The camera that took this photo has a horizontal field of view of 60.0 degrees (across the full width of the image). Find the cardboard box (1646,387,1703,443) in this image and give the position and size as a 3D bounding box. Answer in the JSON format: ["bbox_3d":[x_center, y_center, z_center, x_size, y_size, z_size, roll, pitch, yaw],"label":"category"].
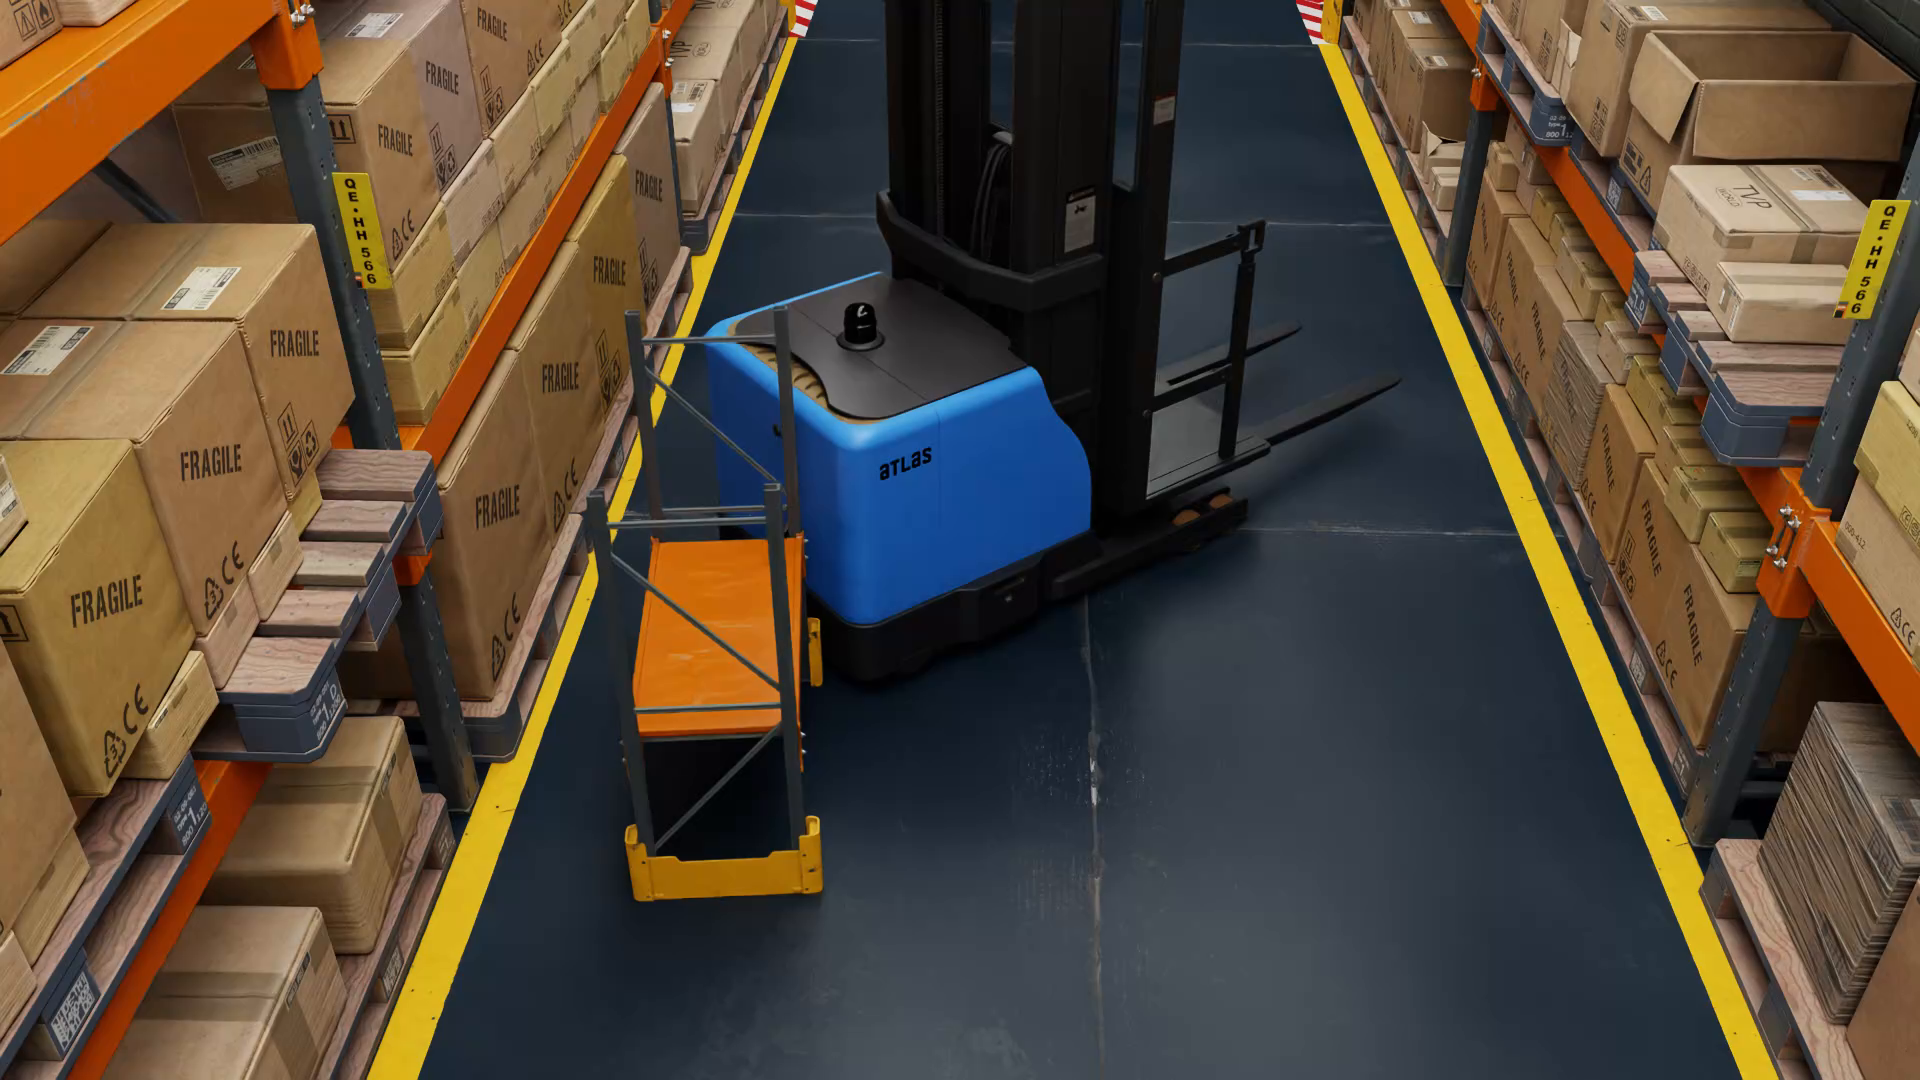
[{"bbox_3d":[2.710,-0.421,5.985,0.380,0.149,0.250,2,35,3],"label":"cardboard box"}]

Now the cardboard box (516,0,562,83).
[{"bbox_3d":[-1.773,-1.971,5.989,0.500,0.500,0.500,2,35,3],"label":"cardboard box"}]

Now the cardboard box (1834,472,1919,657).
[{"bbox_3d":[2.590,0.052,4.197,0.500,0.250,0.500,1,35,2],"label":"cardboard box"}]

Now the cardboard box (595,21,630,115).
[{"bbox_3d":[-1.735,-2.052,7.191,0.500,0.250,0.500,1,35,1],"label":"cardboard box"}]

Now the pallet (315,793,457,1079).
[{"bbox_3d":[-2.141,1.219,4.832,1.003,0.211,1.213,1,35,2],"label":"pallet"}]

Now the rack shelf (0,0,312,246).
[{"bbox_3d":[-2.188,-0.155,2.378,1.077,0.370,4.000,1,35,2],"label":"rack shelf"}]

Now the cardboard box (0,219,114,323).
[{"bbox_3d":[-2.357,-0.452,4.074,0.500,0.500,0.500,0,35,1],"label":"cardboard box"}]

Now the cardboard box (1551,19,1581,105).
[{"bbox_3d":[2.574,-1.884,6.574,0.396,0.266,0.258,3,35,4],"label":"cardboard box"}]

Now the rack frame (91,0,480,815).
[{"bbox_3d":[-2.108,-0.371,4.669,1.000,3.000,0.127,1,35,2],"label":"rack frame"}]

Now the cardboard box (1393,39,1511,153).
[{"bbox_3d":[2.939,-2.568,9.604,0.700,0.500,0.500,0,35,0],"label":"cardboard box"}]

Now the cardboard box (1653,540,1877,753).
[{"bbox_3d":[2.654,0.345,5.460,0.500,0.500,0.500,2,35,3],"label":"cardboard box"}]

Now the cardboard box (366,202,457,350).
[{"bbox_3d":[-1.840,-0.800,4.975,0.500,0.250,0.500,1,35,2],"label":"cardboard box"}]

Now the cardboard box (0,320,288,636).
[{"bbox_3d":[-1.858,-0.140,3.630,0.500,0.500,0.500,1,35,1],"label":"cardboard box"}]

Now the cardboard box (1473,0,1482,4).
[{"bbox_3d":[2.762,-2.793,8.334,0.380,0.149,0.250,2,35,3],"label":"cardboard box"}]

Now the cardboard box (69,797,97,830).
[{"bbox_3d":[-1.941,0.500,3.284,0.380,0.149,0.250,2,35,2],"label":"cardboard box"}]

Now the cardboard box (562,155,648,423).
[{"bbox_3d":[-1.920,-1.094,7.181,0.875,0.875,0.875,2,35,3],"label":"cardboard box"}]

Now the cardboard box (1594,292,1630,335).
[{"bbox_3d":[2.761,-0.864,6.615,0.380,0.149,0.250,1,35,2],"label":"cardboard box"}]

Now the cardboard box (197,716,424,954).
[{"bbox_3d":[-2.140,0.857,4.842,0.950,0.372,0.625,-1,35,-1],"label":"cardboard box"}]

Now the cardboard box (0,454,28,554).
[{"bbox_3d":[-1.891,-0.024,2.901,0.380,0.149,0.250,0,35,0],"label":"cardboard box"}]

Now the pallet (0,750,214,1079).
[{"bbox_3d":[-2.146,0.846,3.105,1.003,0.211,1.213,1,35,2],"label":"pallet"}]

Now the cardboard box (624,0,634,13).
[{"bbox_3d":[-1.722,-2.553,7.470,0.500,0.250,0.500,1,35,2],"label":"cardboard box"}]

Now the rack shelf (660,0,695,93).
[{"bbox_3d":[-1.867,-3.524,9.781,1.077,0.370,4.000,1,35,2],"label":"rack shelf"}]

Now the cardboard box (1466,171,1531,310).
[{"bbox_3d":[2.769,-1.433,7.989,0.500,0.500,0.500,3,35,4],"label":"cardboard box"}]

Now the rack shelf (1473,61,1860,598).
[{"bbox_3d":[2.933,-1.113,6.351,1.077,0.370,4.000,1,35,2],"label":"rack shelf"}]

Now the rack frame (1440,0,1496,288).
[{"bbox_3d":[3.013,-2.557,7.779,1.000,3.000,0.127,1,35,2],"label":"rack frame"}]

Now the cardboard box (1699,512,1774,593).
[{"bbox_3d":[2.619,0.037,5.333,0.380,0.149,0.250,0,35,0],"label":"cardboard box"}]

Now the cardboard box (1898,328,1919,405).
[{"bbox_3d":[2.545,-0.388,4.043,0.380,0.149,0.250,2,35,3],"label":"cardboard box"}]

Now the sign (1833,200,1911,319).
[{"bbox_3d":[2.310,-0.707,4.209,0.100,0.325,0.005,1,35,2],"label":"sign"}]

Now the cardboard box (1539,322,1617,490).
[{"bbox_3d":[2.706,-0.542,6.722,0.500,0.500,0.500,0,35,0],"label":"cardboard box"}]

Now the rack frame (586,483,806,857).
[{"bbox_3d":[-0.720,0.484,4.756,0.500,1.500,0.032,-2,35,-3],"label":"rack frame"}]

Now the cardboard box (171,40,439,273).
[{"bbox_3d":[-1.843,-1.099,4.748,0.500,0.500,0.500,0,35,0],"label":"cardboard box"}]

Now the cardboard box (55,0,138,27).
[{"bbox_3d":[-1.912,-1.167,3.411,0.380,0.149,0.250,1,35,2],"label":"cardboard box"}]

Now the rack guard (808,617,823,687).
[{"bbox_3d":[-0.789,0.413,5.945,0.587,0.250,0.087,-2,35,-3],"label":"rack guard"}]

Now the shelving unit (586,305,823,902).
[{"bbox_3d":[-0.755,0.187,5.179,0.587,1.500,1.083,-2,35,-3],"label":"shelving unit"}]

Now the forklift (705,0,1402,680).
[{"bbox_3d":[0.551,-1.376,6.159,3.031,2.935,1.130,-23,41,-29],"label":"forklift"}]

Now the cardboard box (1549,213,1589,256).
[{"bbox_3d":[2.802,-1.305,7.242,0.380,0.149,0.250,1,35,1],"label":"cardboard box"}]

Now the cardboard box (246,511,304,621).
[{"bbox_3d":[-1.790,0.055,3.916,0.380,0.149,0.250,1,35,1],"label":"cardboard box"}]

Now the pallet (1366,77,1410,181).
[{"bbox_3d":[3.088,-2.513,10.142,1.003,0.211,1.213,1,35,2],"label":"pallet"}]

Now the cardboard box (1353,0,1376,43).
[{"bbox_3d":[3.054,-3.656,11.149,0.797,0.503,0.637,0,35,0],"label":"cardboard box"}]

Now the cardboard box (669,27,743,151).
[{"bbox_3d":[-1.779,-2.665,9.797,0.875,0.438,0.875,0,35,0],"label":"cardboard box"}]

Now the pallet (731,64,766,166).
[{"bbox_3d":[-1.792,-2.666,10.360,1.003,0.211,1.213,1,35,2],"label":"pallet"}]

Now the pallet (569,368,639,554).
[{"bbox_3d":[-1.949,-0.380,7.108,1.003,0.211,1.213,1,35,2],"label":"pallet"}]

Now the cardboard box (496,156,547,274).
[{"bbox_3d":[-1.807,-1.182,5.953,0.500,0.250,0.500,2,35,3],"label":"cardboard box"}]

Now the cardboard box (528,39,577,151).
[{"bbox_3d":[-1.753,-1.674,6.218,0.500,0.250,0.500,2,35,3],"label":"cardboard box"}]

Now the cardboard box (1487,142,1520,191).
[{"bbox_3d":[2.733,-1.771,7.906,0.380,0.149,0.250,3,35,4],"label":"cardboard box"}]

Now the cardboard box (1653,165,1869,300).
[{"bbox_3d":[2.571,-0.983,5.305,0.500,0.250,0.500,0,35,0],"label":"cardboard box"}]

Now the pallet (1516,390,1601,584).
[{"bbox_3d":[2.972,-0.245,6.915,1.003,0.211,1.213,1,35,2],"label":"pallet"}]
